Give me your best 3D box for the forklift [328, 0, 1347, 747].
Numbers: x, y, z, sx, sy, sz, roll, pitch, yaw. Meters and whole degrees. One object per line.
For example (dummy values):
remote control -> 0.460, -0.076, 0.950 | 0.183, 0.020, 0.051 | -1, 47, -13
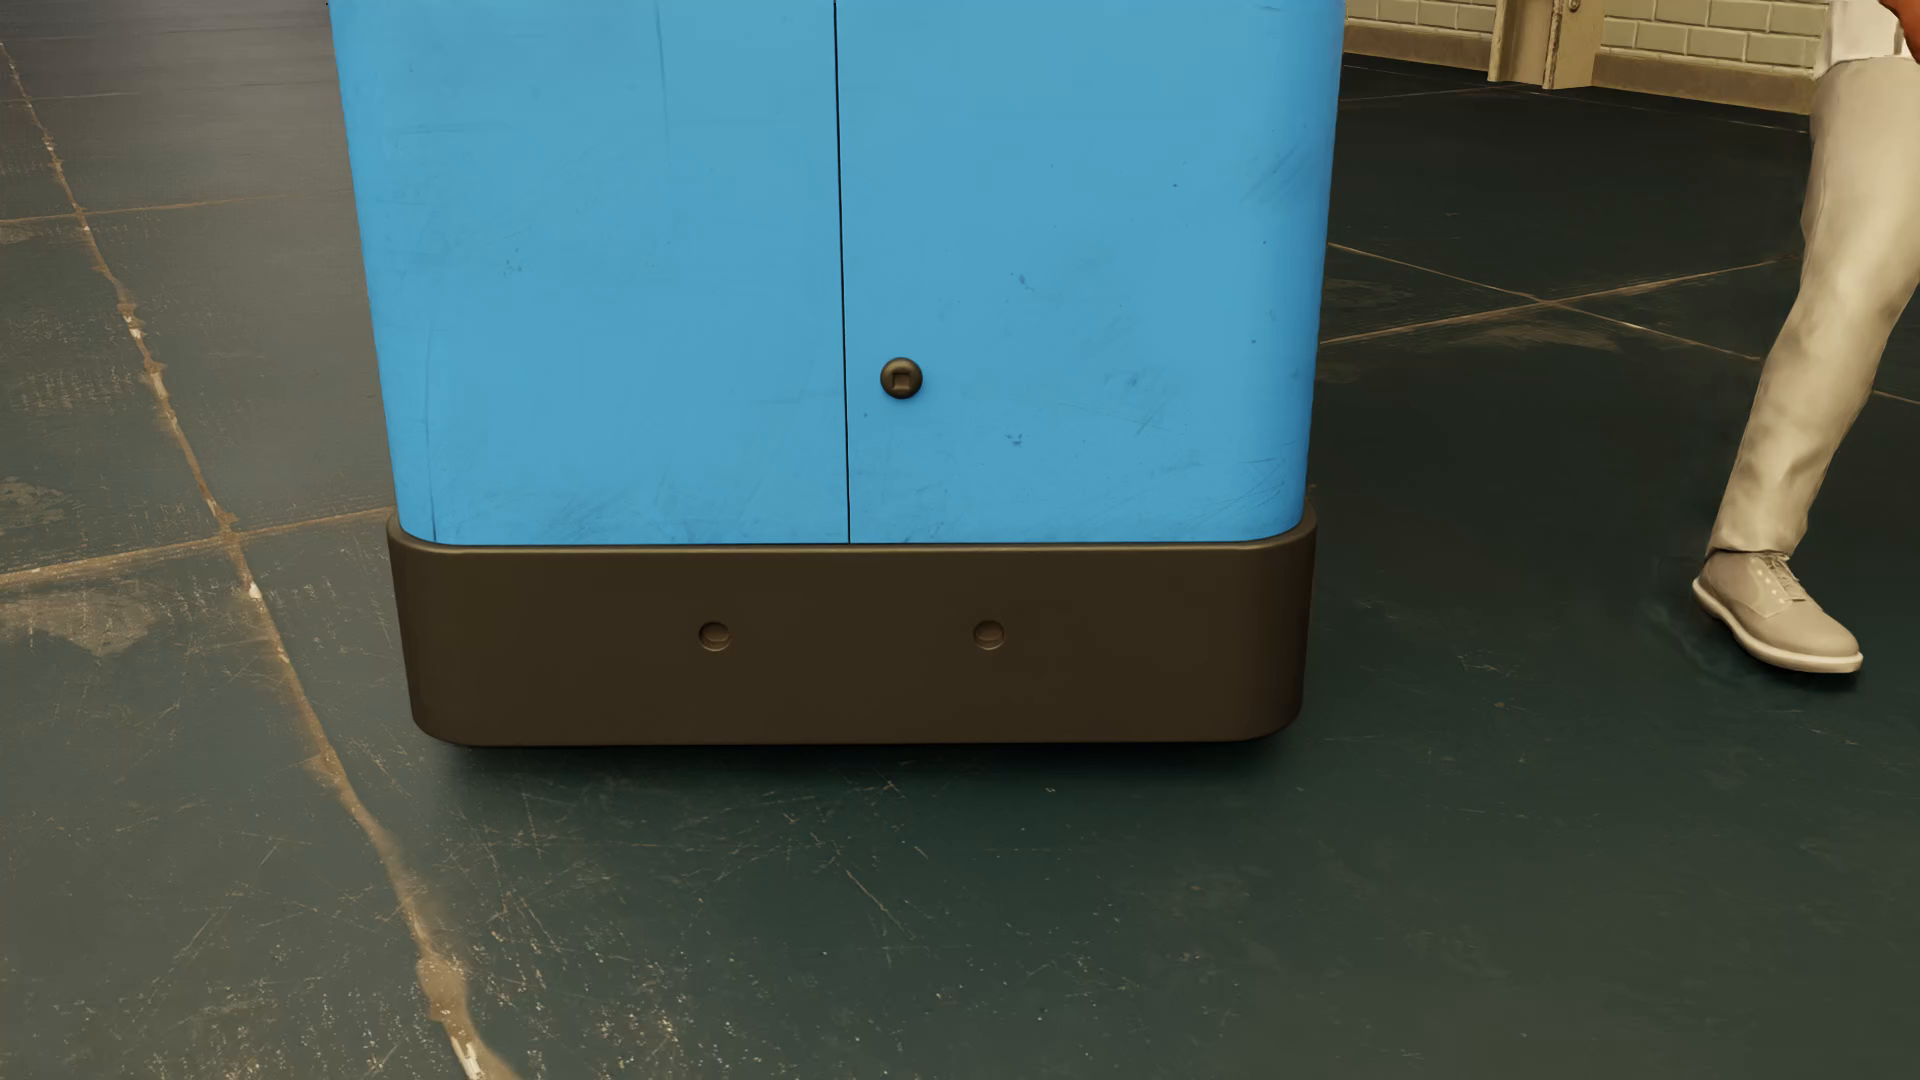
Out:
forklift -> -0.138, -1.633, 2.752 | 1.130, 2.935, 3.031 | 0, 22, -1

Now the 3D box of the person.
person -> 1.541, -0.665, 2.357 | 1.069, 1.493, 0.963 | -2, 22, -6
